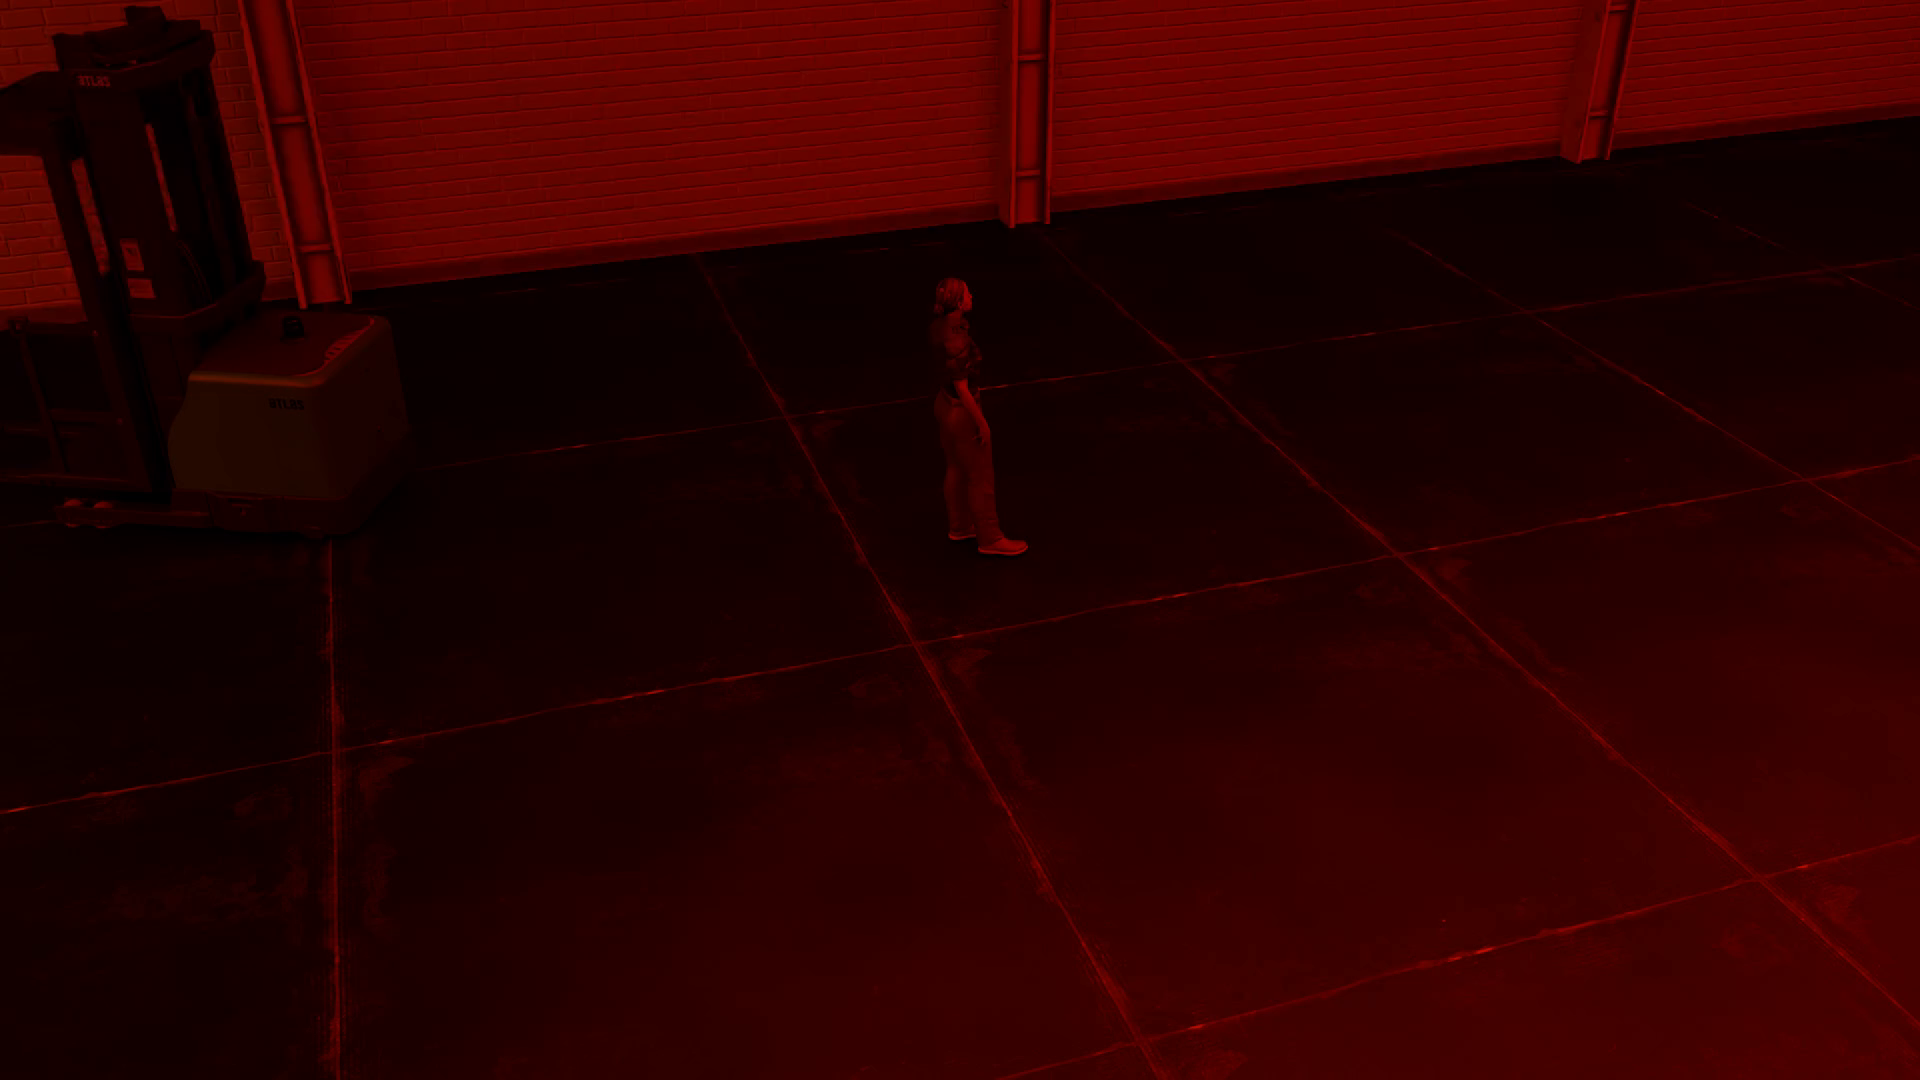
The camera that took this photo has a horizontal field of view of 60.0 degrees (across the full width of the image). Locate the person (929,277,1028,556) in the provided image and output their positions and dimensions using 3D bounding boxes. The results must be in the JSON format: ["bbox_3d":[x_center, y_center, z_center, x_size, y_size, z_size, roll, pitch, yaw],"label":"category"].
[{"bbox_3d":[0.090,-0.728,9.618,0.503,1.656,0.569,-10,31,-16],"label":"person"}]

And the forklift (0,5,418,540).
[{"bbox_3d":[-5.065,-1.591,9.853,3.031,2.935,1.130,4,30,7],"label":"forklift"}]
